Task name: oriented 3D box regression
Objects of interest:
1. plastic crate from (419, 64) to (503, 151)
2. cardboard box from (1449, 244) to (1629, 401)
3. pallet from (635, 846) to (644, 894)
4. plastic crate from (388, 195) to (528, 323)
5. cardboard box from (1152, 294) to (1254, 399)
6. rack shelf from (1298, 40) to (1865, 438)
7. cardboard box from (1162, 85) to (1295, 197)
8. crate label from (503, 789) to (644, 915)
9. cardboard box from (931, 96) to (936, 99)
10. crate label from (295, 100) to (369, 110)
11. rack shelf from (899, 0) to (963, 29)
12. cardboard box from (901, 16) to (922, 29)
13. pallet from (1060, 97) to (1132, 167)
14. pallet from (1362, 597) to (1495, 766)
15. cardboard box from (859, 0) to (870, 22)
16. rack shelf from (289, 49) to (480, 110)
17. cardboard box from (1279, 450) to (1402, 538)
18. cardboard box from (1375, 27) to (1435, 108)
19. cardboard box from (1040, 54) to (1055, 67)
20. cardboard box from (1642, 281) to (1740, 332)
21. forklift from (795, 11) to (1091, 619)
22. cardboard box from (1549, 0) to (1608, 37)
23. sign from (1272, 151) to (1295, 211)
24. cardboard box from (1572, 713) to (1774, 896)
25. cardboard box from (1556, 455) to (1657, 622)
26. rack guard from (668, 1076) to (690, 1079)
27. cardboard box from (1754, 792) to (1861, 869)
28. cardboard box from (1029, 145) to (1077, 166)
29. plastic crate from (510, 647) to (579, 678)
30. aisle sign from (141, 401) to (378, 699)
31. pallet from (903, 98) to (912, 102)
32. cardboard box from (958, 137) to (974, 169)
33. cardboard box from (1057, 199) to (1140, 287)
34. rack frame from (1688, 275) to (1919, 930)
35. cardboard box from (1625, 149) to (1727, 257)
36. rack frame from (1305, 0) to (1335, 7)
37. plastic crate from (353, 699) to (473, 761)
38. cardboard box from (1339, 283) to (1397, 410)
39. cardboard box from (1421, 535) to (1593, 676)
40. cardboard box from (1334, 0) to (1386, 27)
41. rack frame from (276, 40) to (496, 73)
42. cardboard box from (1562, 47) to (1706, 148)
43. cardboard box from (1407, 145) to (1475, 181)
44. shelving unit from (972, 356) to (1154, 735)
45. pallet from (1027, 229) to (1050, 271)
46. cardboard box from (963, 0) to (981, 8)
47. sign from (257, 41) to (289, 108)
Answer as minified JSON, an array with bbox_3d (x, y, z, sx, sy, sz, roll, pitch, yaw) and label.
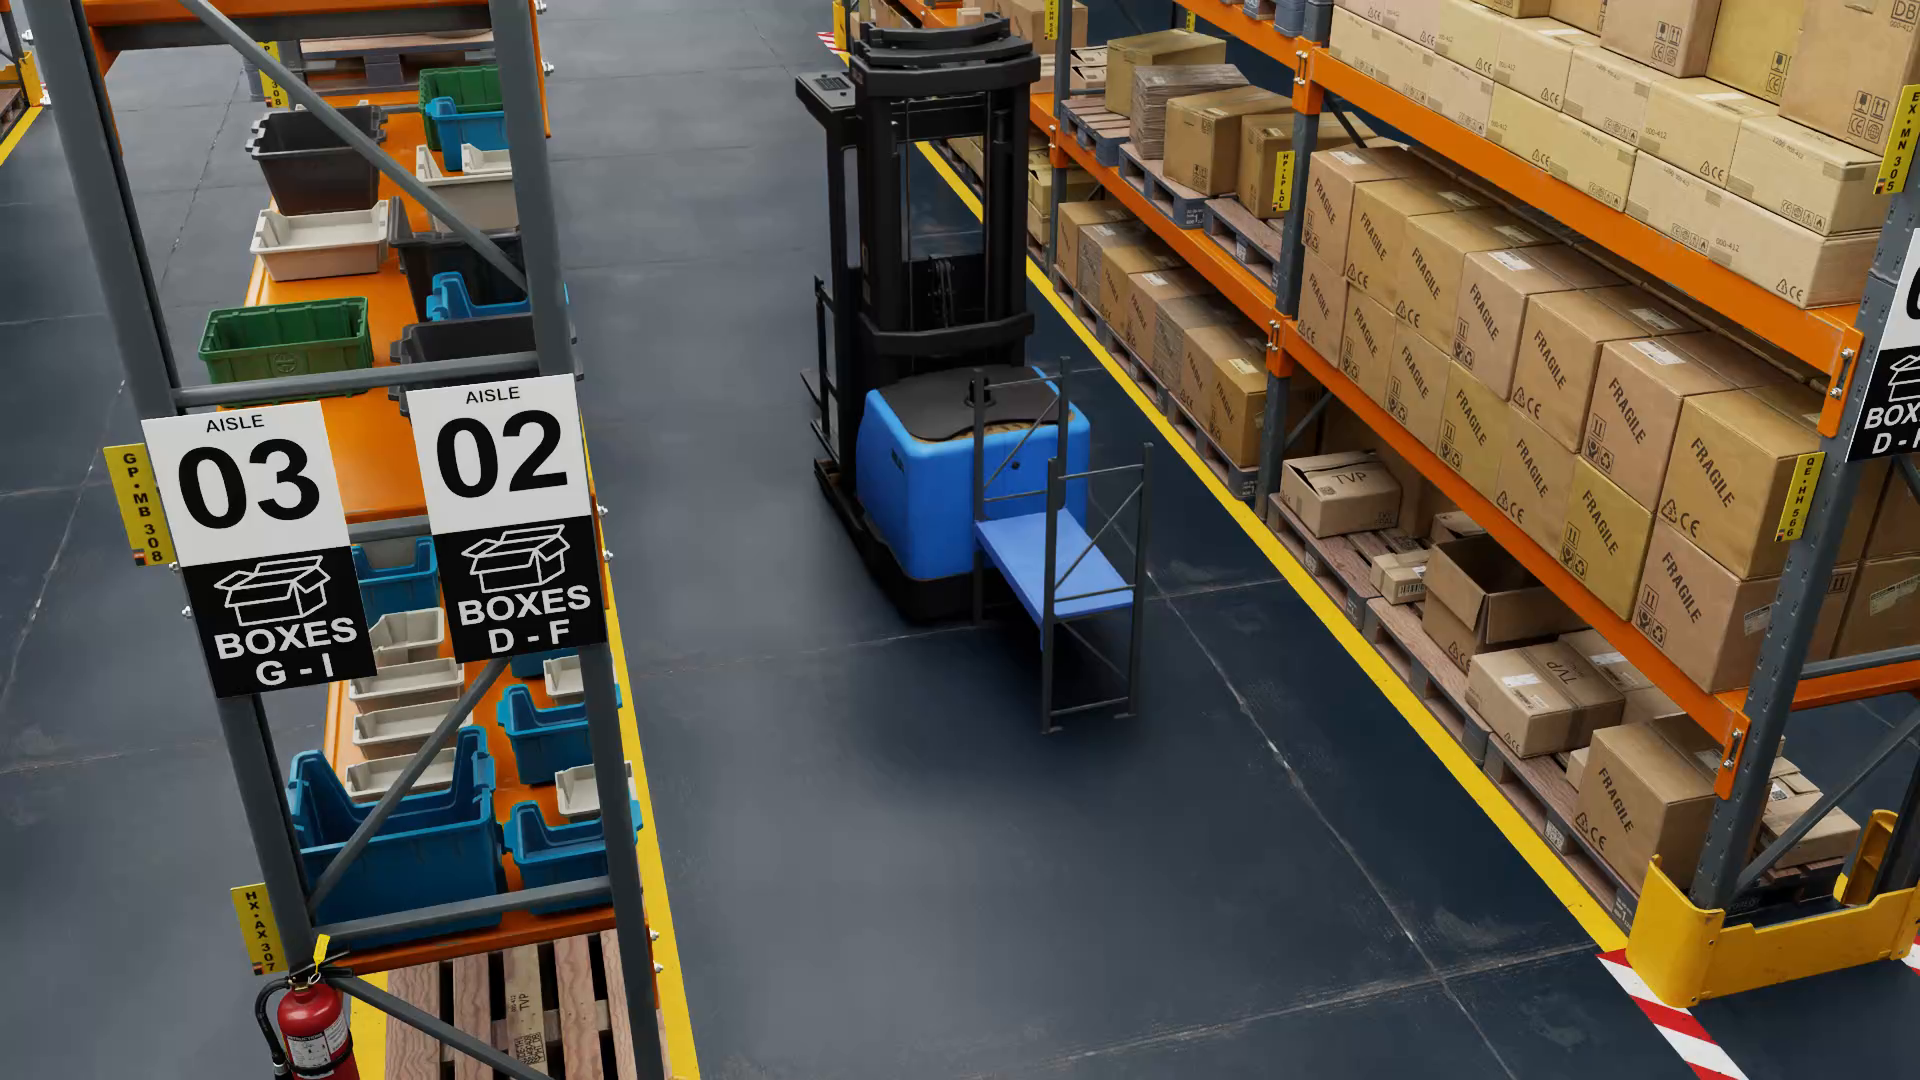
[{"bbox_3d":[-2.102,-1.884,7.229,0.450,0.188,0.662,-8,31,-13],"label":"plastic crate"},{"bbox_3d":[2.536,-0.963,7.322,0.500,0.500,0.500,-7,31,-12],"label":"cardboard box"},{"bbox_3d":[-1.946,1.305,7.285,1.003,0.211,1.213,-8,31,-13],"label":"pallet"},{"bbox_3d":[-1.585,-0.956,5.475,0.504,0.338,0.767,-8,31,-13],"label":"plastic crate"},{"bbox_3d":[1.608,-1.290,11.041,0.500,0.500,0.500,-7,31,-13],"label":"cardboard box"},{"bbox_3d":[2.802,-1.520,7.106,1.077,0.370,4.000,-8,31,-13],"label":"rack shelf"},{"bbox_3d":[1.742,-2.569,10.676,0.700,0.500,0.500,-16,34,-26],"label":"cardboard box"},{"bbox_3d":[-1.192,0.973,5.182,0.416,0.233,0.303,-8,31,-13],"label":"crate label"},{"bbox_3d":[0.017,-4.365,16.062,0.500,0.311,0.500,-8,31,-13],"label":"cardboard box"},{"bbox_3d":[-2.655,-1.752,7.051,0.293,0.136,0.466,-8,31,-13],"label":"crate label"},{"bbox_3d":[-0.383,-6.018,17.870,1.077,0.370,4.000,-8,31,-13],"label":"rack shelf"},{"bbox_3d":[-0.308,-5.117,17.174,0.500,0.500,0.500,-8,31,-13],"label":"cardboard box"},{"bbox_3d":[1.457,-3.030,12.182,1.213,0.211,1.003,-8,31,-13],"label":"pallet"},{"bbox_3d":[2.780,0.630,8.451,1.003,0.211,1.213,-8,31,-13],"label":"pallet"},{"bbox_3d":[-0.852,-6.081,18.839,0.500,0.500,0.500,-8,31,-13],"label":"cardboard box"},{"bbox_3d":[-3.037,-2.795,9.309,1.077,0.370,4.000,-8,31,-13],"label":"rack shelf"},{"bbox_3d":[2.174,-0.294,9.509,0.500,0.311,0.500,-8,31,-13],"label":"cardboard box"},{"bbox_3d":[2.290,-2.223,7.751,0.500,0.250,0.500,-8,31,-13],"label":"cardboard box"},{"bbox_3d":[0.816,-3.931,13.798,0.380,0.149,0.250,-6,31,-10],"label":"cardboard box"},{"bbox_3d":[3.195,-0.786,7.016,0.500,0.500,0.500,-7,31,-13],"label":"cardboard box"},{"bbox_3d":[-0.265,-1.574,9.543,1.130,2.935,3.031,-10,32,-17],"label":"forklift"},{"bbox_3d":[2.851,-2.321,6.674,0.700,0.500,0.500,-8,31,-13],"label":"cardboard box"},{"bbox_3d":[1.737,-1.925,8.925,0.100,0.325,0.005,-8,31,-13],"label":"sign"},{"bbox_3d":[2.951,1.094,6.921,0.500,0.500,0.500,-8,31,-13],"label":"cardboard box"},{"bbox_3d":[2.810,-0.041,6.726,0.500,0.500,0.500,-8,31,-13],"label":"cardboard box"},{"bbox_3d":[-1.425,2.181,5.482,1.175,0.500,0.348,-8,31,-13],"label":"rack guard"},{"bbox_3d":[3.553,1.228,7.040,0.380,0.149,0.250,-8,31,-13],"label":"cardboard box"},{"bbox_3d":[0.688,-3.136,13.939,0.500,0.311,0.500,-8,31,-14],"label":"cardboard box"},{"bbox_3d":[-1.542,0.337,6.281,0.416,0.233,0.300,-8,31,-13],"label":"plastic crate"},{"bbox_3d":[-1.708,0.038,4.095,0.394,0.787,0.004,-8,31,-13],"label":"aisle sign"},{"bbox_3d":[-0.023,-4.546,17.393,1.003,0.211,1.213,-8,31,-13],"label":"pallet"},{"bbox_3d":[0.290,-3.630,15.353,0.500,0.250,0.500,-9,31,-15],"label":"cardboard box"},{"bbox_3d":[1.054,-2.282,12.754,0.500,0.500,0.500,-7,31,-11],"label":"cardboard box"},{"bbox_3d":[3.333,0.433,6.008,1.000,3.000,0.127,-8,31,-13],"label":"rack frame"},{"bbox_3d":[2.820,-1.257,6.082,0.500,0.250,0.500,-8,31,-13],"label":"cardboard box"},{"bbox_3d":[2.271,-4.096,7.843,1.000,3.000,0.127,-8,31,-13],"label":"rack frame"},{"bbox_3d":[-1.898,0.666,5.808,0.396,0.136,0.243,-8,31,-13],"label":"plastic crate"},{"bbox_3d":[2.282,-1.013,8.406,0.500,0.500,0.500,-7,31,-12],"label":"cardboard box"},{"bbox_3d":[2.774,0.298,8.294,0.797,0.503,0.637,-8,31,-13],"label":"cardboard box"},{"bbox_3d":[2.160,-2.681,8.044,0.500,0.250,0.500,-8,31,-13],"label":"cardboard box"},{"bbox_3d":[-2.506,-3.439,6.708,1.000,3.000,0.127,-8,31,-13],"label":"rack frame"},{"bbox_3d":[2.688,-1.715,6.374,0.500,0.250,0.500,-8,31,-13],"label":"cardboard box"},{"bbox_3d":[2.655,-1.765,8.708,0.500,0.500,0.500,-8,31,-13],"label":"cardboard box"},{"bbox_3d":[0.472,0.014,8.229,0.538,1.500,1.048,-9,31,-16],"label":"shelving unit"},{"bbox_3d":[1.028,-2.627,14.078,1.003,0.211,1.213,-8,31,-13],"label":"pallet"},{"bbox_3d":[0.320,-5.066,15.658,0.500,0.250,0.500,-6,31,-10],"label":"cardboard box"},{"bbox_3d":[-3.037,-2.072,7.333,0.100,0.325,0.005,-8,31,-13],"label":"sign"}]
